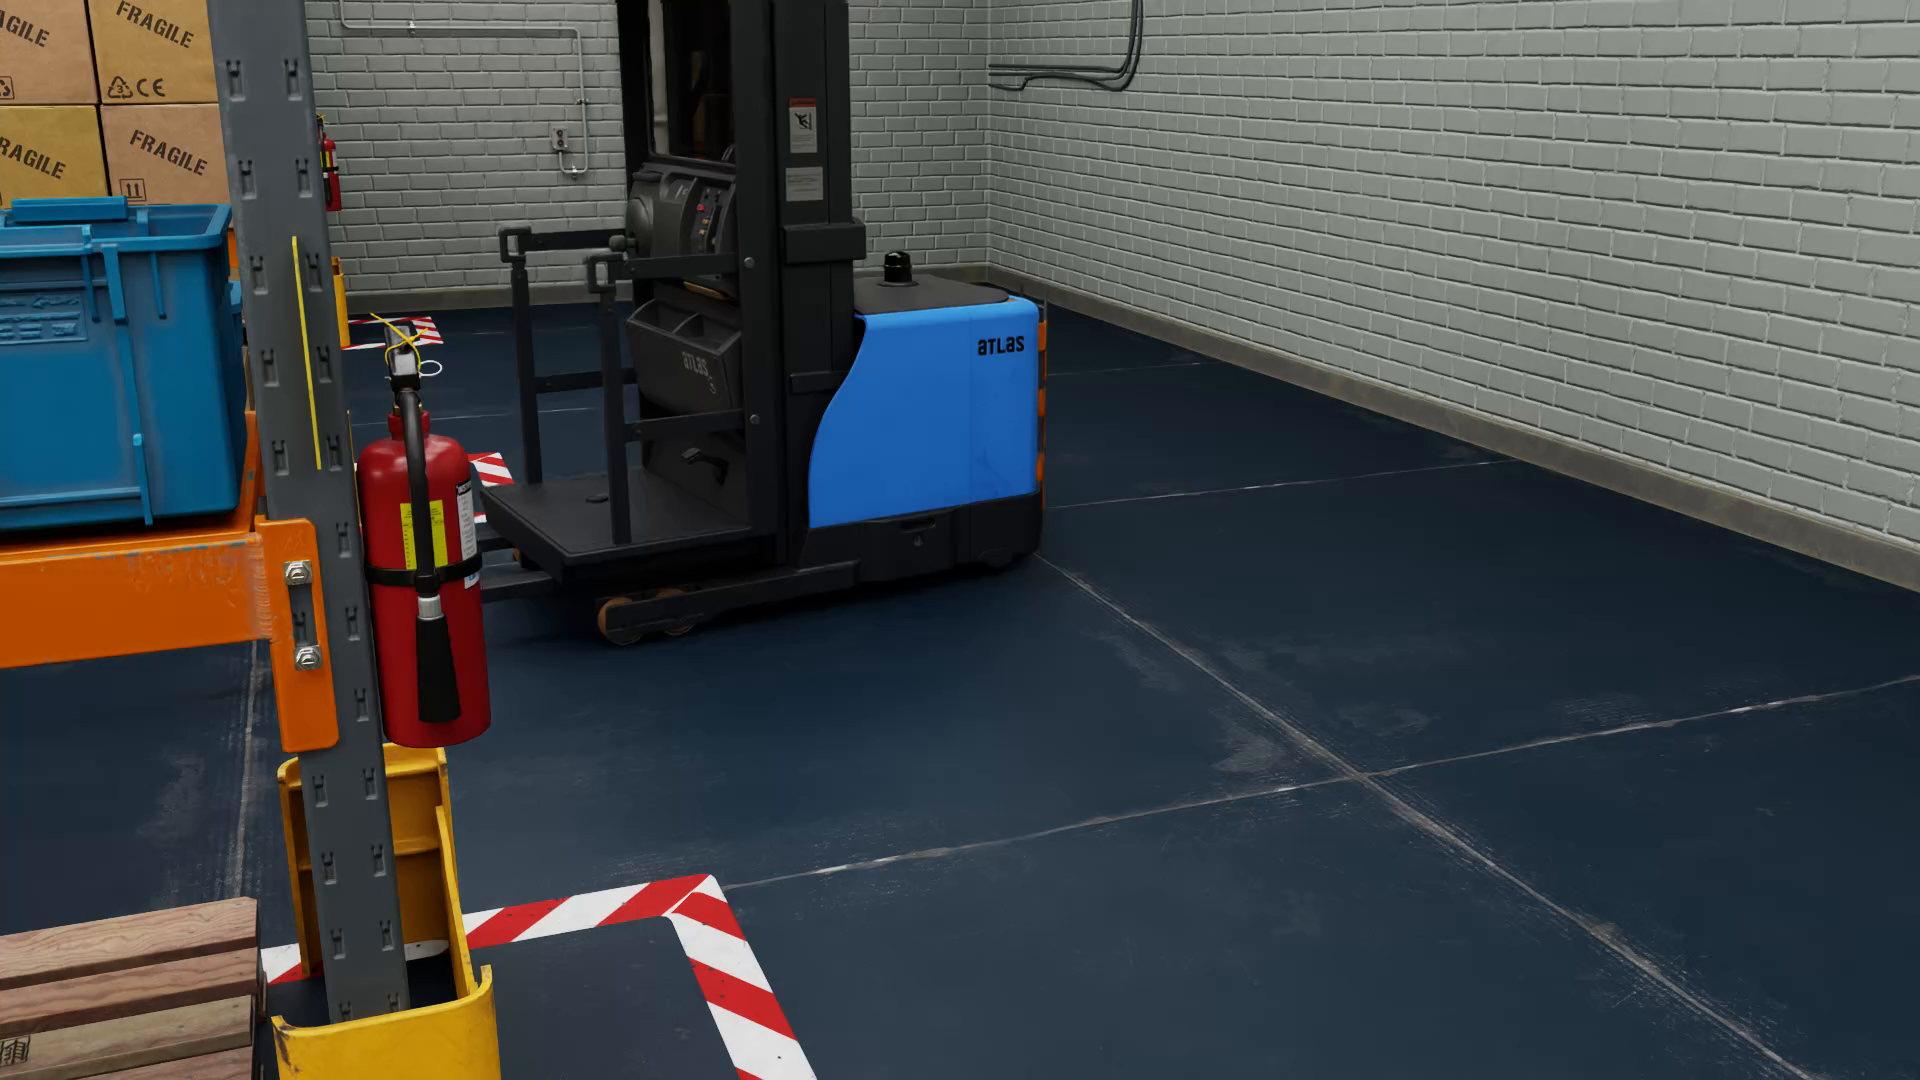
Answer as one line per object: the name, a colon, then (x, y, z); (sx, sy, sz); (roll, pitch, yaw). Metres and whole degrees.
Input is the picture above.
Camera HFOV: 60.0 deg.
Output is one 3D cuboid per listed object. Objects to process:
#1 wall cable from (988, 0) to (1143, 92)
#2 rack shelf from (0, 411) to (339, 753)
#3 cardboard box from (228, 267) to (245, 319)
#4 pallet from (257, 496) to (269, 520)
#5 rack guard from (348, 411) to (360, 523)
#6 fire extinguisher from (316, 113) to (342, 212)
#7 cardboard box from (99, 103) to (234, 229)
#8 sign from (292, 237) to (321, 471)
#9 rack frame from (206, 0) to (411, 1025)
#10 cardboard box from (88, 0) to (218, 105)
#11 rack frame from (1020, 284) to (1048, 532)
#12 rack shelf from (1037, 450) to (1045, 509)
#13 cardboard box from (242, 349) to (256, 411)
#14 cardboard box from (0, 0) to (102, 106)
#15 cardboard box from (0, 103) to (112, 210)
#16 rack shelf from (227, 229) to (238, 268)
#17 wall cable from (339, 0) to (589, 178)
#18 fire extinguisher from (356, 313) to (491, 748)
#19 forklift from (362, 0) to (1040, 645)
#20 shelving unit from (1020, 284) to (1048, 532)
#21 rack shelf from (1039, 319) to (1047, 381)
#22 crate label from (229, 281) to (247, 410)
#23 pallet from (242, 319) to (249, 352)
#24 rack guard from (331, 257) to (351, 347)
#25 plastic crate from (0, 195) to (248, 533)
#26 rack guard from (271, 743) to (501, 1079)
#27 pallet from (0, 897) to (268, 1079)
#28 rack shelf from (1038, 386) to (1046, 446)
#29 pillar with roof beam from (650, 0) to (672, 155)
wall cable: (0.709, -4.805, 13.002); (0.112, 2.526, 3.097); (-6, 17, -20)
rack shelf: (-3.023, 0.213, 2.326); (4.000, 0.370, 1.077); (-6, 17, -20)
cardboard box: (-5.318, -1.846, 11.751); (0.500, 0.500, 0.700); (-6, 17, -20)
pallet: (-3.739, -0.211, 7.443); (1.213, 0.211, 1.003); (-6, 17, -20)
rack guard: (-2.995, -0.430, 7.677); (0.348, 0.500, 1.175); (-6, 17, -20)
fire extinguisher: (-4.394, -2.618, 11.489); (0.183, 0.674, 0.296); (-6, 17, -20)
cardboard box: (-3.245, -1.569, 6.939); (0.500, 0.500, 0.500); (-6, 17, -18)
sign: (-0.943, -0.269, 2.401); (0.005, 0.325, 0.100); (-6, 17, -20)
rack frame: (-1.155, -0.334, 2.911); (0.127, 3.000, 1.000); (-6, 17, -20)
cardboard box: (-3.241, -2.048, 6.797); (0.500, 0.500, 0.500); (-6, 18, -21)
rack frame: (0.310, -0.561, 7.144); (0.008, 1.050, 0.200); (-10, 19, -30)
rack shelf: (0.205, -0.266, 7.165); (0.240, 0.259, 0.215); (-10, 19, -30)
cardboard box: (-3.344, -0.530, 7.234); (0.500, 0.500, 0.500); (-6, 17, -20)
cardboard box: (-3.713, -1.997, 6.622); (0.500, 0.500, 0.500); (-6, 17, -19)
cardboard box: (-3.728, -1.515, 6.758); (0.500, 0.500, 0.500); (-6, 17, -20)
rack shelf: (-4.792, -1.091, 6.765); (4.000, 0.370, 1.077); (-6, 17, -20)
wall cable: (-3.843, -3.806, 12.932); (1.851, 1.984, 0.084); (-6, 17, -20)
fire extinguisher: (-0.852, -0.013, 2.619); (0.183, 0.674, 0.296); (-6, 17, -20)
forklift: (-1.204, -1.207, 6.005); (3.031, 2.935, 1.130); (-10, 19, -30)
shelving unit: (0.205, -0.543, 7.083); (0.252, 1.050, 0.215); (-10, 19, -30)
rack shelf: (0.205, -0.805, 7.006); (0.240, 0.259, 0.215); (-10, 19, -30)
crate label: (-1.503, -0.344, 3.137); (0.303, 0.233, 0.416); (-6, 17, -20)
pallet: (-5.419, -1.501, 11.836); (1.213, 0.211, 1.003); (-6, 17, -20)
rack guard: (-4.678, -1.744, 12.148); (0.348, 0.500, 1.175); (-6, 17, -20)
plastic crate: (-1.401, -0.297, 2.616); (0.499, 0.435, 0.616); (-6, 17, -20)
rack guard: (-1.137, 0.860, 3.284); (0.348, 0.500, 1.175); (-6, 17, -20)
pallet: (-1.939, 1.077, 3.056); (1.213, 0.211, 1.003); (-6, 17, -20)
rack shelf: (0.205, -0.533, 7.086); (0.240, 0.259, 0.215); (-10, 19, -30)
pillar with roof beam: (-0.948, -5.186, 8.787); (0.400, 9.000, 9.100); (-6, 17, -20)
